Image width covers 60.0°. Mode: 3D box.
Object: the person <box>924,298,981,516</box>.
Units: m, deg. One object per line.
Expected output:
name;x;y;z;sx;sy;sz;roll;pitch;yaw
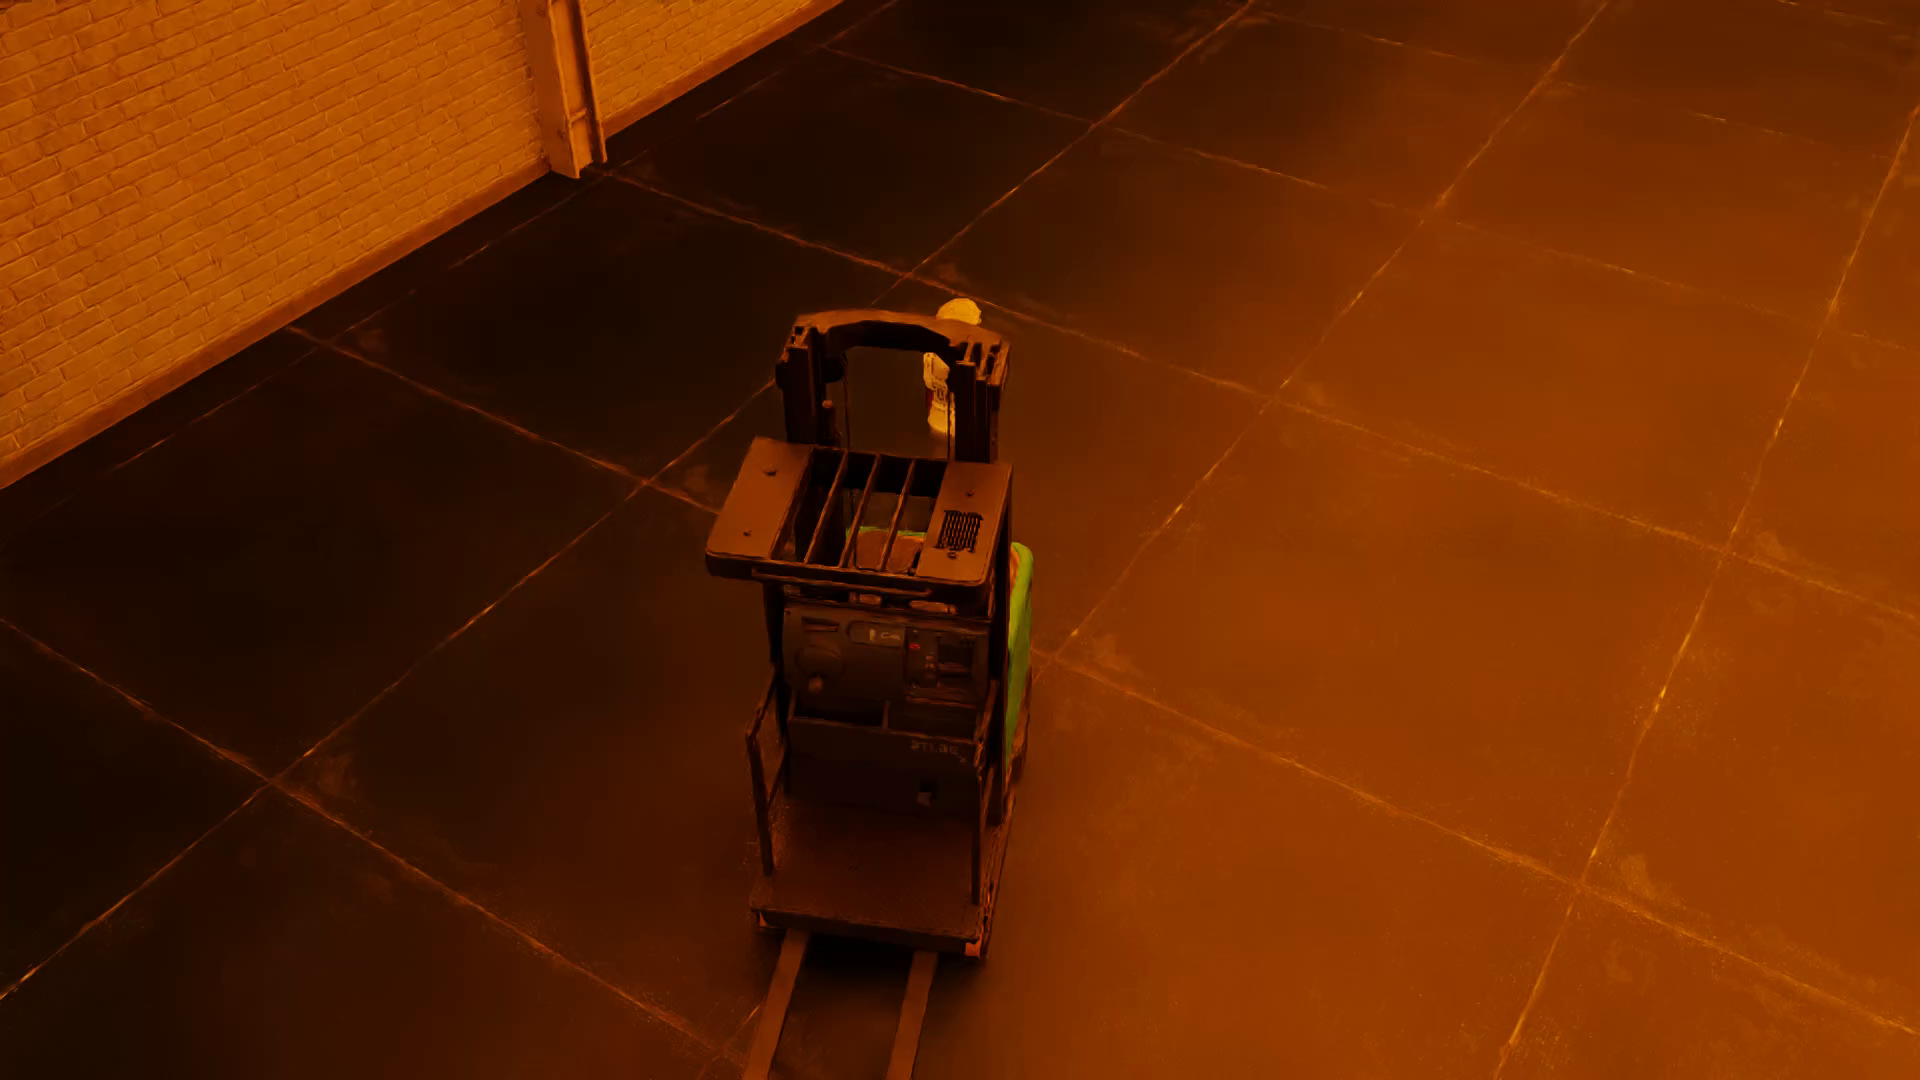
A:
person;0.017;-0.652;9.699;0.446;1.692;0.338;22;45;24

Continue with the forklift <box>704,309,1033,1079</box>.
forklift;-0.370;0.603;7.255;1.130;2.935;3.031;6;41;8
